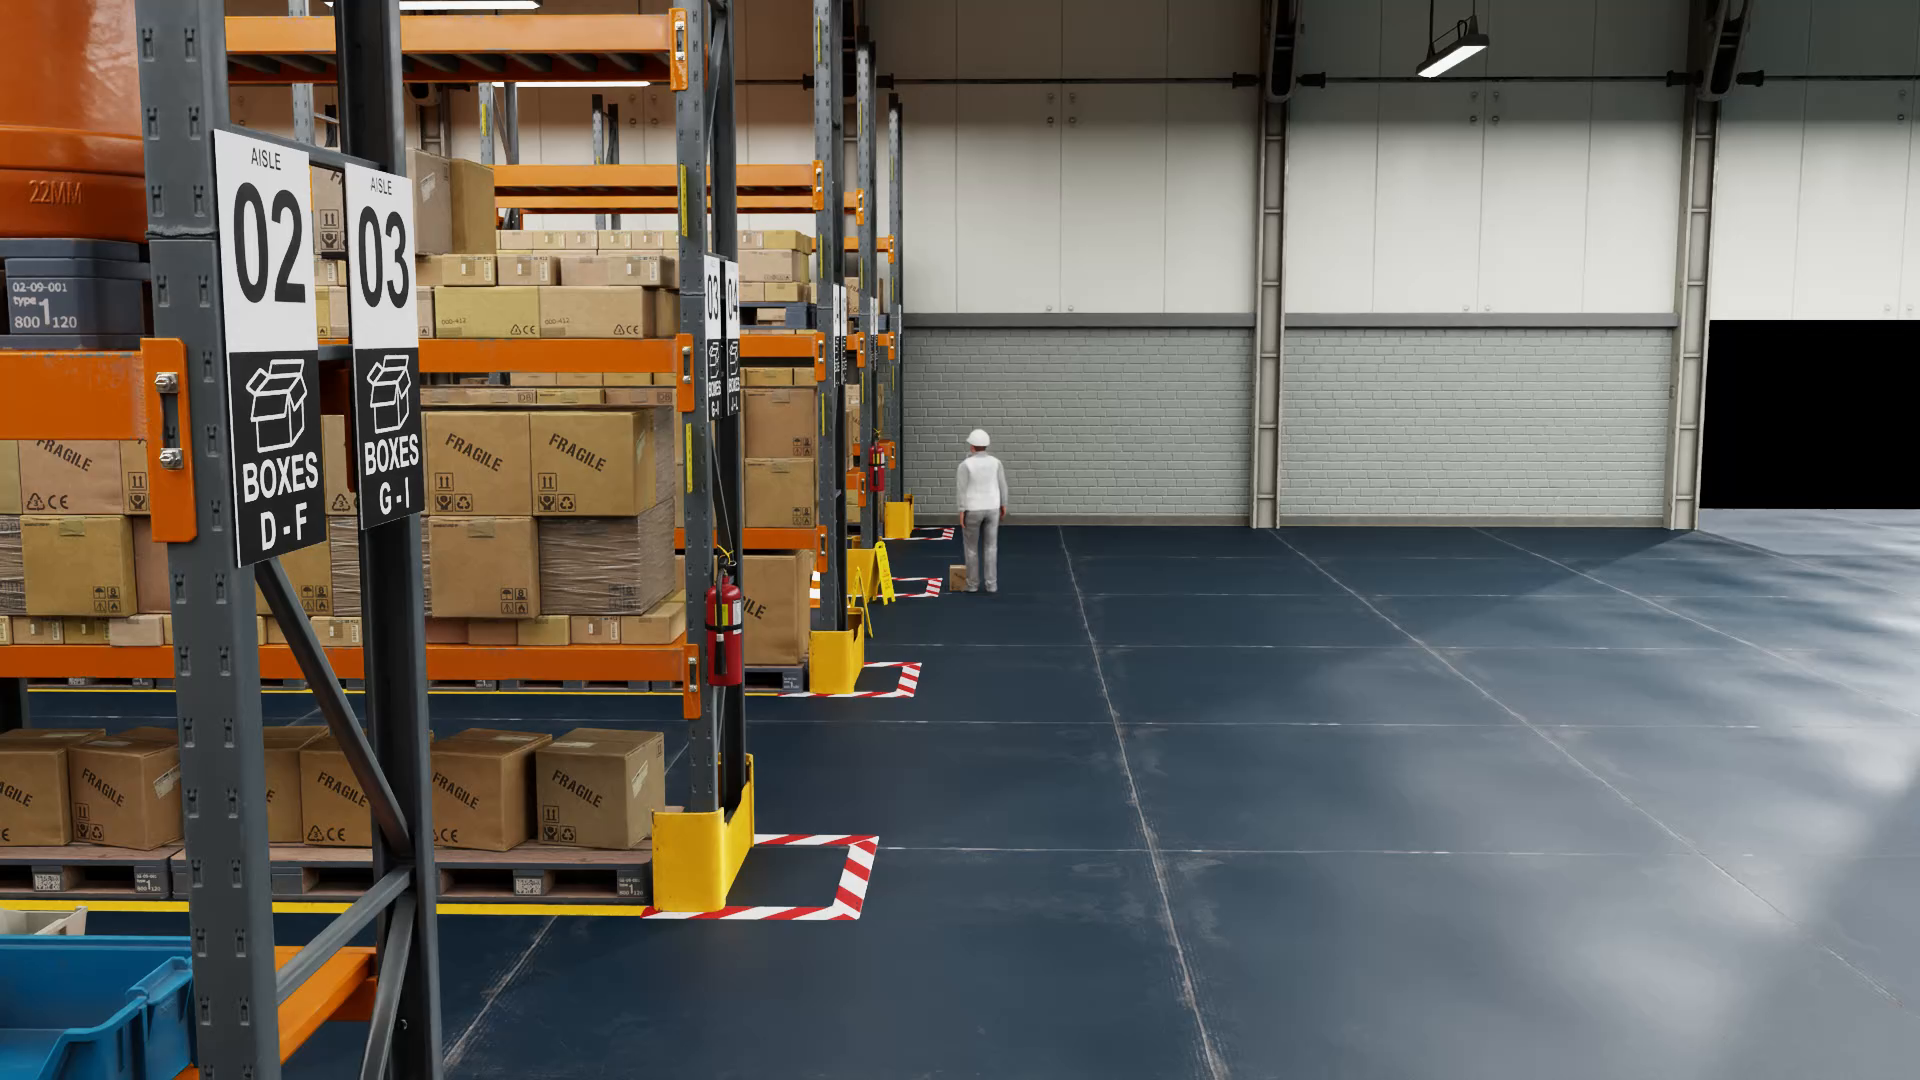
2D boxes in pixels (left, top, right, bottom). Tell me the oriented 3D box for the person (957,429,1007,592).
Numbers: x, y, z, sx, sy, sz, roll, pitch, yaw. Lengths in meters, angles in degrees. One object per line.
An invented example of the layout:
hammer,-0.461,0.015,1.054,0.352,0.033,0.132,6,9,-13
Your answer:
person,0.228,-0.319,18.109,0.616,1.789,0.447,-2,7,-17
